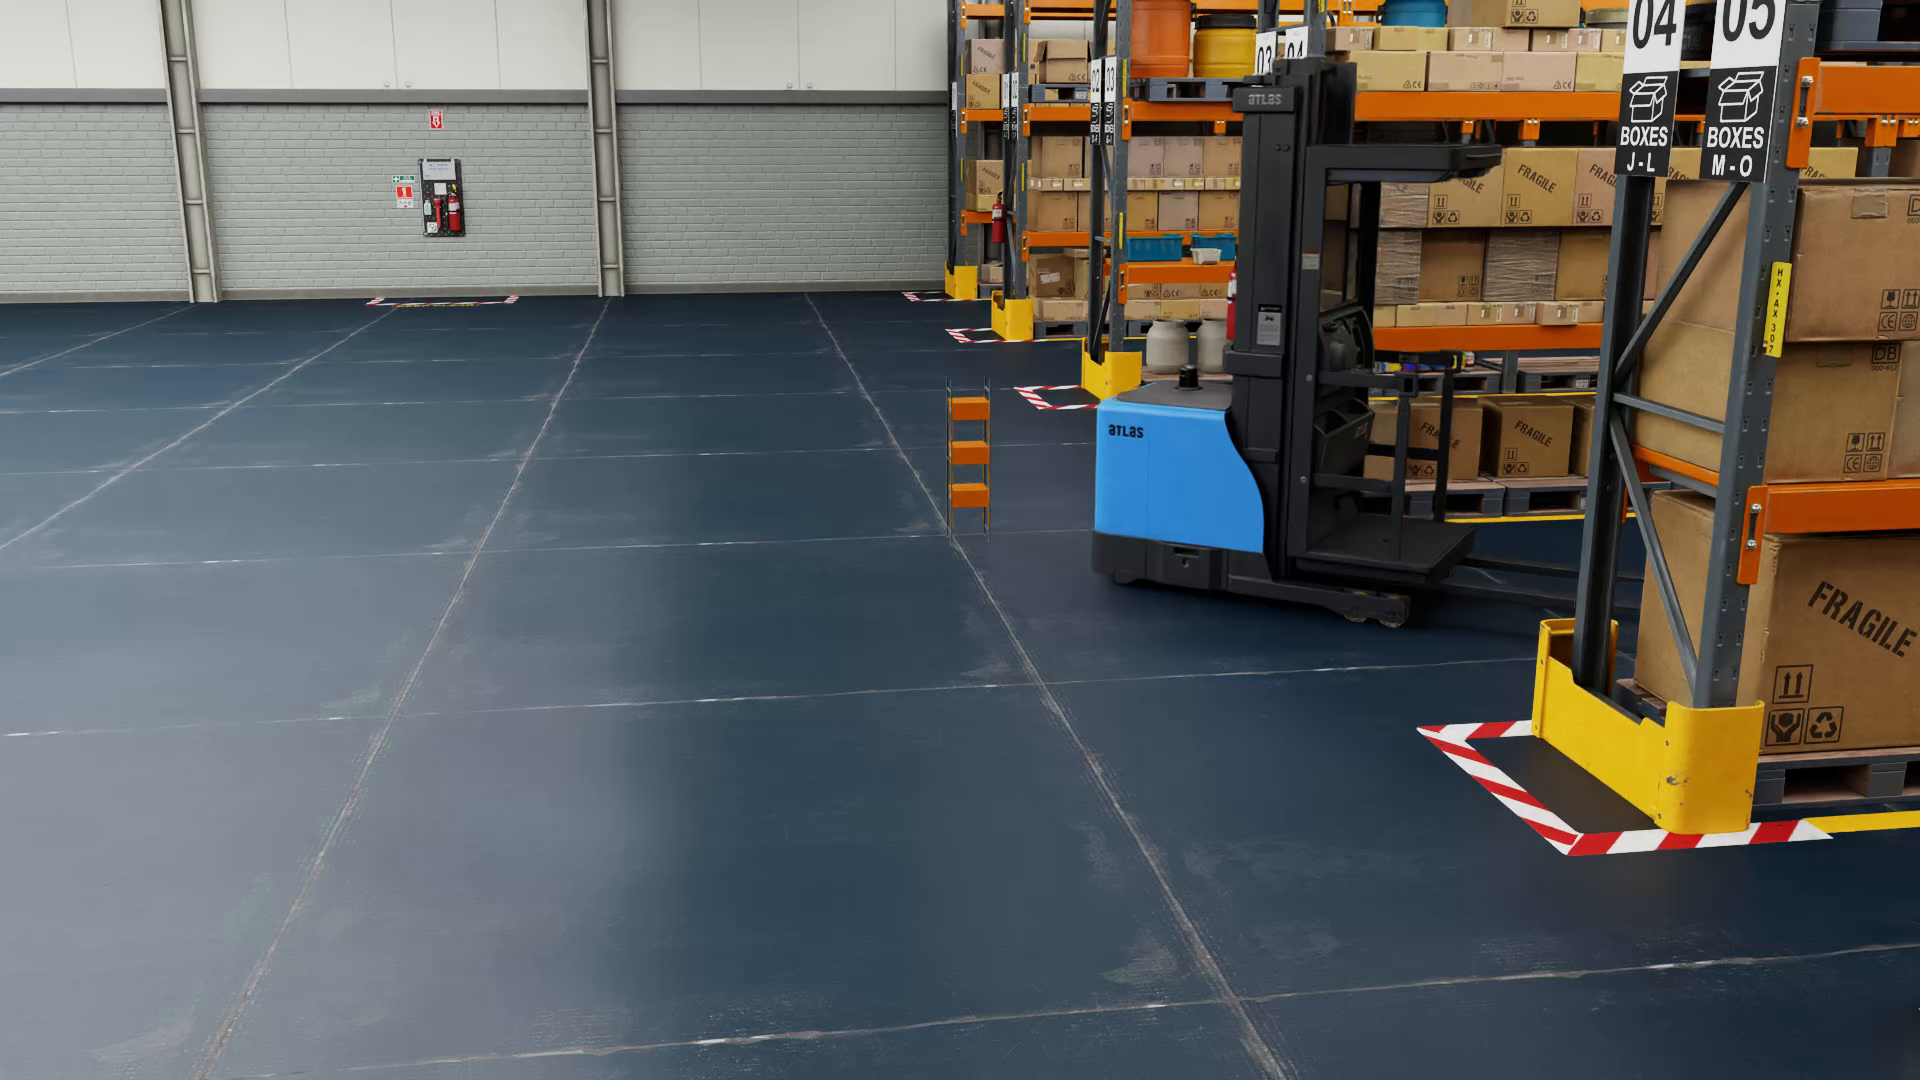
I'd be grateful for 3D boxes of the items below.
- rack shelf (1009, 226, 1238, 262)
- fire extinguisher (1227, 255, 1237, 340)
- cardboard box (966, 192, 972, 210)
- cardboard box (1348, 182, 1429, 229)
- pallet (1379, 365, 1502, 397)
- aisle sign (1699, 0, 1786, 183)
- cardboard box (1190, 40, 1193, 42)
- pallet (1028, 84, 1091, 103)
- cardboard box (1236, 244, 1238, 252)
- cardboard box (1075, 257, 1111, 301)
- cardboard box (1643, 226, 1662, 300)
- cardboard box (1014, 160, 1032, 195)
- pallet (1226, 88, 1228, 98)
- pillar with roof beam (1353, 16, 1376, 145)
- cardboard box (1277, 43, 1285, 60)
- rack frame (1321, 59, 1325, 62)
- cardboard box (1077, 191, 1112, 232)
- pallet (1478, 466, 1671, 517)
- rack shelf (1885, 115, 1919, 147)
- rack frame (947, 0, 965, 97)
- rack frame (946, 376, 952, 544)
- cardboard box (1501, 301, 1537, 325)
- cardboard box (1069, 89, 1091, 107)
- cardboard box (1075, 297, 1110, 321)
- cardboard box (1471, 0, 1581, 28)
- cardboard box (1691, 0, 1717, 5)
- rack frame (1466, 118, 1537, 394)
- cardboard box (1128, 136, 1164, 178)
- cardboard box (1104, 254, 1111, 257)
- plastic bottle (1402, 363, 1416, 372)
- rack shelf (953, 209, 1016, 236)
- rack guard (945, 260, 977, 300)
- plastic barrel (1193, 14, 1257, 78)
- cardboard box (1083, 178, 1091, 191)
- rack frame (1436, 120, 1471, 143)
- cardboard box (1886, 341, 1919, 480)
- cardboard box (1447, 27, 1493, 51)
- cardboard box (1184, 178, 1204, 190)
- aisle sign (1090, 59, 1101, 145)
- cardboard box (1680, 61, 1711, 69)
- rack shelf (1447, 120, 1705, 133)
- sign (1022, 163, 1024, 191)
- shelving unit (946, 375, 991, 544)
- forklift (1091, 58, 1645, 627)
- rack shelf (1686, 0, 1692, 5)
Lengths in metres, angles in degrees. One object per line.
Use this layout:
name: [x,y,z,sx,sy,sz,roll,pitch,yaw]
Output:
rack shelf: [2.661,-3.789,21.143,4.000,0.370,1.077,-2,14,-8]
fire extinguisher: [1.973,-1.752,11.699,0.183,0.674,0.296,-2,14,-8]
cardboard box: [0.375,-5.257,25.786,0.500,0.250,0.500,-2,14,-7]
cardboard box: [2.740,-2.315,10.912,0.500,0.500,0.500,-2,14,-8]
pallet: [4.702,-1.652,16.875,1.213,0.211,1.003,-2,14,-8]
aisle sign: [2.769,-1.672,5.878,0.004,0.787,0.394,-2,14,-8]
cardboard box: [3.442,-7.317,25.261,0.500,0.500,0.500,-3,14,-13]
pallet: [1.386,-5.497,20.489,1.213,0.211,1.003,-2,14,-8]
cardboard box: [4.622,-4.433,26.468,0.500,0.500,0.700,-2,14,-6]
cardboard box: [1.741,-3.284,20.897,0.500,0.500,0.500,-2,14,-8]
cardboard box: [4.677,-1.967,11.581,0.500,0.500,0.875,-2,14,-8]
cardboard box: [0.948,-5.518,25.284,0.500,0.500,0.500,-2,14,-8]
pallet: [3.799,-5.585,20.842,1.213,0.211,1.003,-2,14,-8]
pillar with roof beam: [7.079,-7.582,22.456,0.400,9.000,9.100,-2,14,-8]
cardboard box: [4.101,-6.031,21.079,0.500,0.500,0.500,-1,14,-4]
rack frame: [2.155,-1.682,11.264,0.127,3.000,1.000,-2,14,-8]
cardboard box: [1.665,-4.148,20.890,0.500,0.500,0.700,-2,14,-7]
pallet: [4.243,-0.397,11.871,1.213,0.211,1.003,-2,14,-8]
rack shelf: [8.088,-3.006,11.854,4.000,0.370,1.077,-2,14,-8]
rack frame: [-0.059,-8.167,24.787,0.127,3.000,1.000,-2,14,-8]
rack frame: [-0.068,-0.507,10.584,0.008,1.050,0.200,-2,14,-8]
cardboard box: [3.707,-1.560,11.294,0.250,0.149,0.380,-2,14,-8]
cardboard box: [1.885,-6.777,25.166,0.500,0.500,0.500,-1,14,-5]
cardboard box: [1.740,-2.920,20.990,0.500,0.250,0.500,-2,14,-8]
cardboard box: [3.663,-3.562,10.746,0.500,0.500,0.500,-2,14,-9]
cardboard box: [3.072,-2.165,6.468,0.250,0.149,0.380,-2,14,-8]
rack frame: [5.373,-3.019,16.593,0.127,3.000,1.000,-2,14,-8]
cardboard box: [2.216,-4.798,20.814,0.500,0.500,0.700,-2,14,-8]
cardboard box: [2.156,-3.430,21.480,0.500,0.500,0.500,-2,14,-8]
plastic bottle: [4.434,-1.799,16.409,0.133,0.283,0.061,-1,14,-5]
rack shelf: [1.919,-4.980,25.893,4.000,0.370,1.077,-2,14,-8]
rack guard: [0.016,-4.047,25.832,0.348,0.500,1.175,-2,14,-8]
plastic barrel: [2.526,-4.696,15.862,0.600,0.588,0.600,0,14,0]
cardboard box: [1.611,-4.410,20.601,0.250,0.149,0.380,-2,14,-8]
rack frame: [7.852,-5.547,26.673,0.127,3.000,1.000,-2,14,-8]
cardboard box: [3.695,-0.608,6.671,0.550,0.550,0.875,-2,14,-8]
cardboard box: [3.244,-3.230,10.757,0.250,0.149,0.380,-2,14,-6]
cardboard box: [2.883,-4.456,20.785,0.250,0.149,0.380,-2,14,-6]
aisle sign: [1.302,-4.204,15.973,0.004,0.787,0.394,-2,14,-8]
cardboard box: [4.677,-3.094,11.035,0.500,0.250,0.500,-2,14,-9]
rack shelf: [9.830,-6.725,26.685,4.000,0.370,1.077,-2,14,-8]
sign: [0.760,-4.390,20.118,0.005,0.325,0.100,-2,14,-8]
shelving unit: [0.053,-0.511,10.602,0.252,1.050,0.215,-2,14,-8]
forklift: [2.310,-1.103,9.095,3.031,2.935,1.130,8,16,28]
rack shelf: [10.571,-6.795,21.618,4.000,0.370,1.077,-2,14,-8]
